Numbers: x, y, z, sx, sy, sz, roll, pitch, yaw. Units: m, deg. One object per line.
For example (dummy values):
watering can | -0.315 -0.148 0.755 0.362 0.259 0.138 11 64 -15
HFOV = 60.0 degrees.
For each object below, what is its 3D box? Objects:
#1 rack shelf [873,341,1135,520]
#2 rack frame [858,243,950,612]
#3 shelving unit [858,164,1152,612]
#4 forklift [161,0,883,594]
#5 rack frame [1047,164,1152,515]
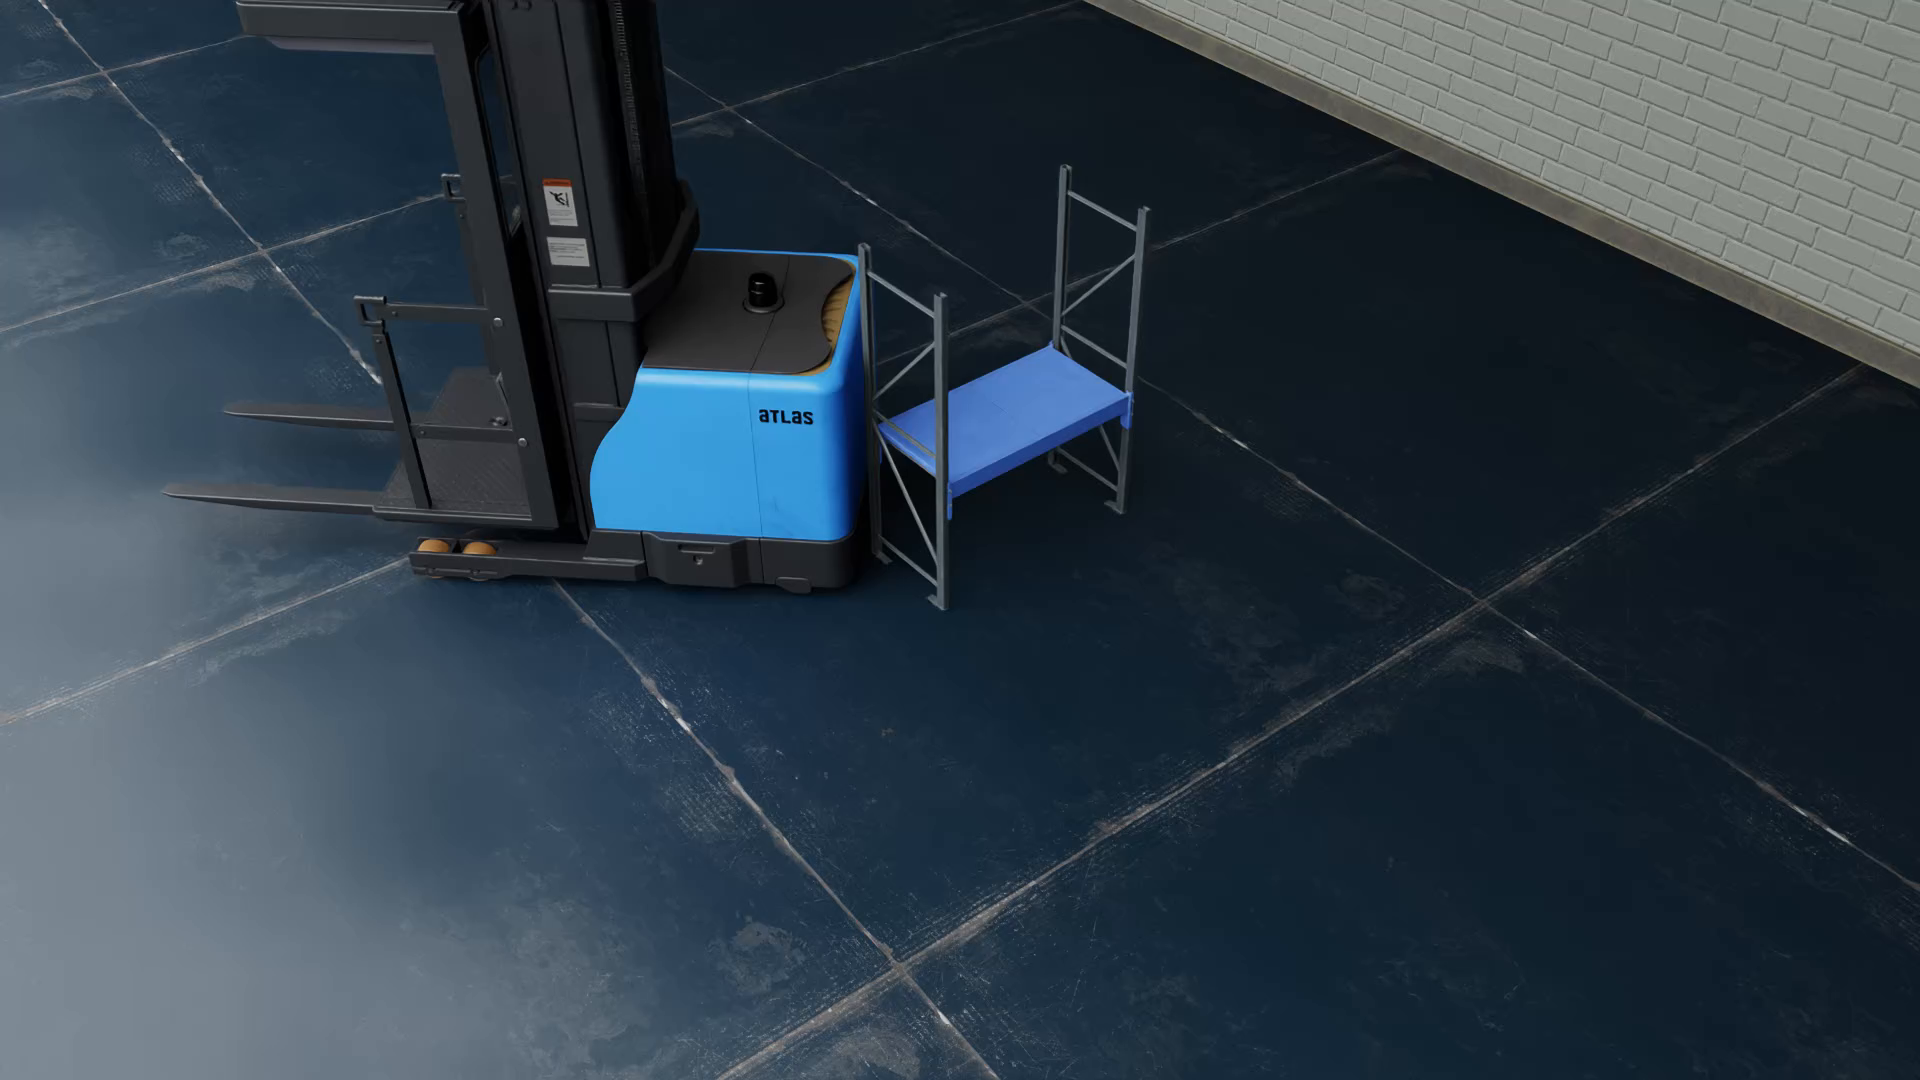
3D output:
rack shelf | 0.180 -0.475 6.930 1.000 0.185 0.538 -27 47 -29
rack frame | -0.213 -0.410 6.567 0.032 1.500 0.500 -27 47 -29
shelving unit | 0.180 -0.614 6.816 1.048 1.500 0.538 -27 47 -29
forklift | -1.898 -1.290 6.511 3.031 2.935 1.130 3 39 4
rack frame | 0.573 -0.818 7.065 0.032 1.500 0.500 -27 47 -29
